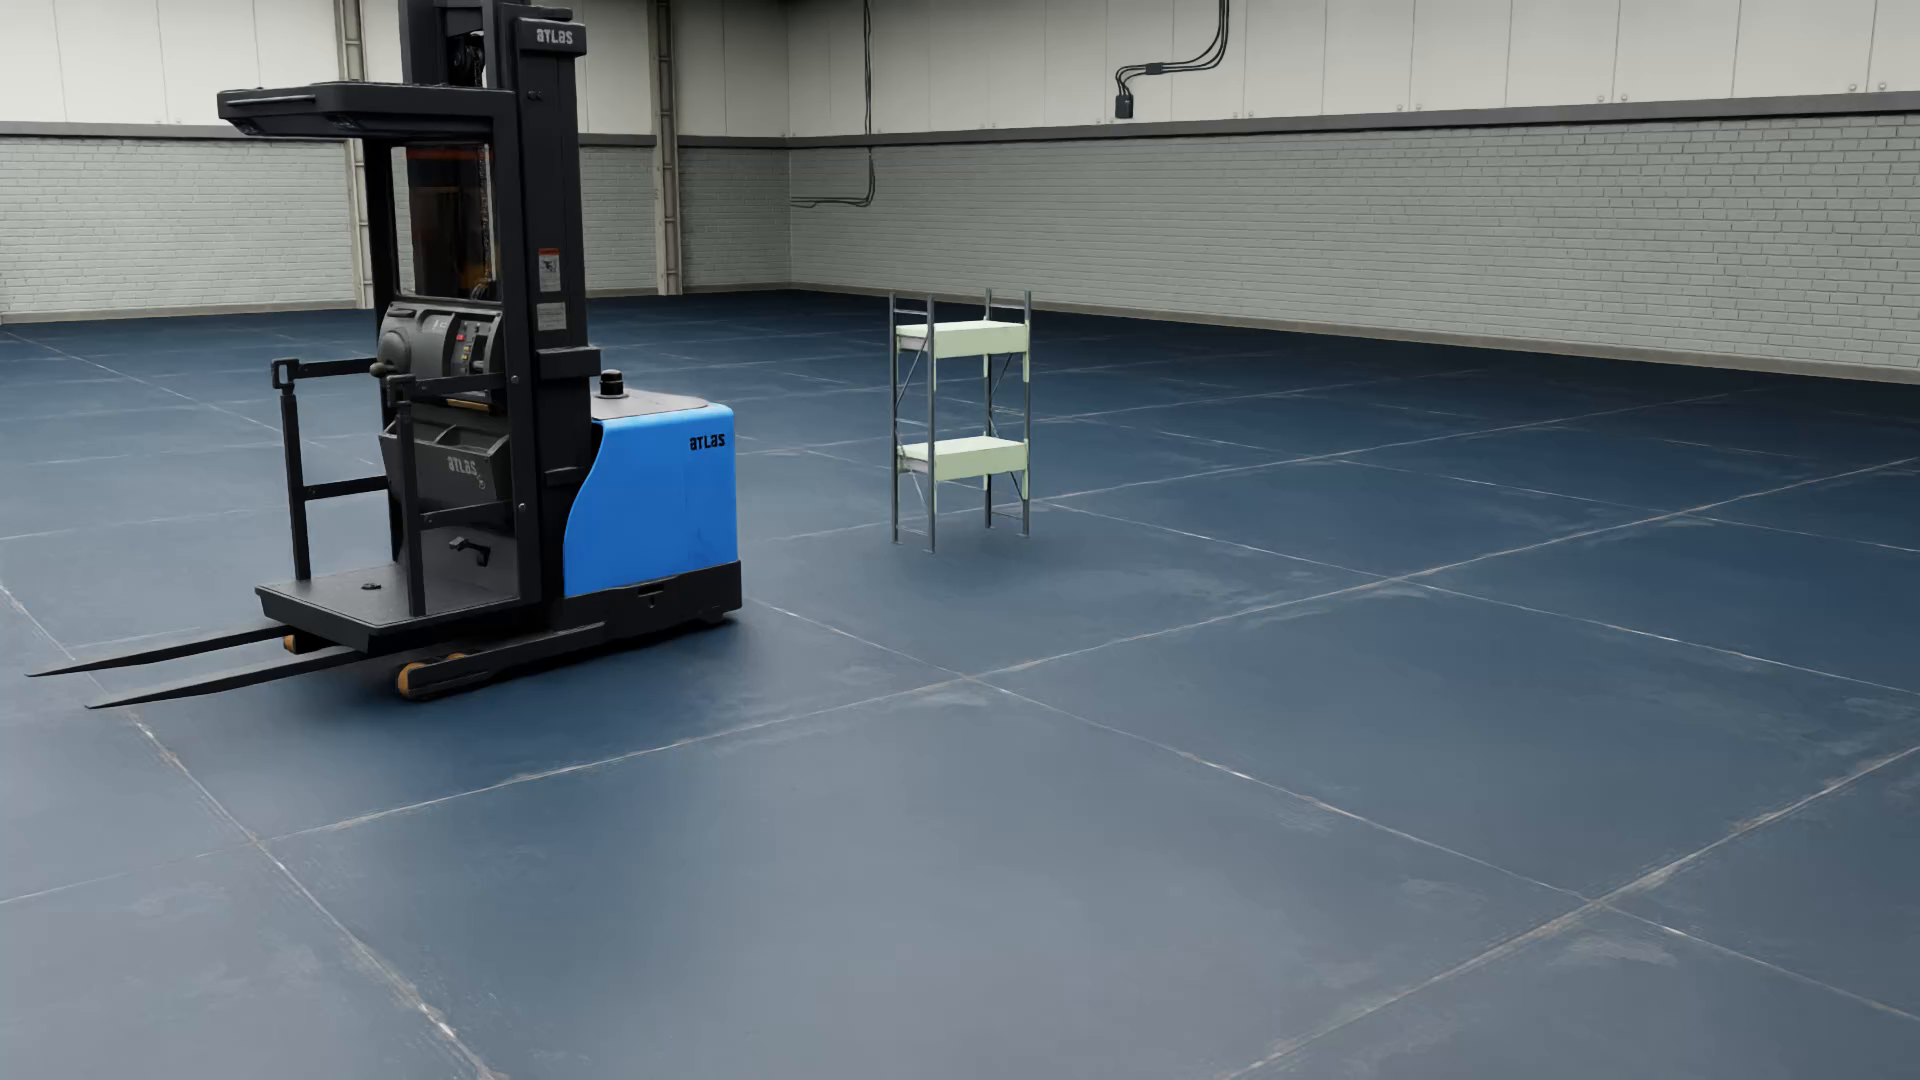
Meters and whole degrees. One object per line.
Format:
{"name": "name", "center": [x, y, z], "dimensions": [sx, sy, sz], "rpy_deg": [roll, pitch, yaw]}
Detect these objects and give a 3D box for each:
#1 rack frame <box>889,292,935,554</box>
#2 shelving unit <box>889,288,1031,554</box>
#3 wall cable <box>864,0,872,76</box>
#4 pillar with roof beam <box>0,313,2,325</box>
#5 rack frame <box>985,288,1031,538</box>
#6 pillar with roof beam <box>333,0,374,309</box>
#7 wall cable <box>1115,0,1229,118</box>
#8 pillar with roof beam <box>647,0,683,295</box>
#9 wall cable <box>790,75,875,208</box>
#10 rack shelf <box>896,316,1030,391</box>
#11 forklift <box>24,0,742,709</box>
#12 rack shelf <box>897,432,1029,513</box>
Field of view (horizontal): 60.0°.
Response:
{"name": "rack frame", "center": [-0.281, -0.687, 9.753], "dimensions": [0.023, 1.500, 0.400], "rpy_deg": [-9, 15, -38]}
{"name": "shelving unit", "center": [0.005, -0.735, 9.977], "dimensions": [0.755, 1.500, 0.431], "rpy_deg": [-9, 15, -38]}
{"name": "wall cable", "center": [-0.969, -9.981, 30.784], "dimensions": [0.112, 2.526, 3.097], "rpy_deg": [-9, 15, -38]}
{"name": "pillar with roof beam", "center": [-12.467, -7.045, 21.641], "dimensions": [0.400, 9.000, 9.100], "rpy_deg": [-9, 15, -38]}
{"name": "rack frame", "center": [0.291, -0.782, 10.201], "dimensions": [0.023, 1.500, 0.400], "rpy_deg": [-9, 15, -38]}
{"name": "pillar with roof beam", "center": [-7.781, -7.823, 25.307], "dimensions": [0.400, 9.000, 9.100], "rpy_deg": [-9, 15, -38]}
{"name": "wall cable", "center": [3.259, -9.590, 25.438], "dimensions": [0.169, 6.003, 2.305], "rpy_deg": [-9, 15, -38]}
{"name": "pillar with roof beam", "center": [-3.096, -8.602, 28.974], "dimensions": [0.400, 9.000, 9.100], "rpy_deg": [-9, 15, -38]}
{"name": "wall cable", "center": [-2.659, -7.949, 33.375], "dimensions": [0.112, 2.526, 3.097], "rpy_deg": [-9, 15, -38]}
{"name": "rack shelf", "center": [0.005, -1.116, 9.896], "dimensions": [0.720, 0.370, 0.431], "rpy_deg": [-9, 15, -38]}
{"name": "forklift", "center": [-2.441, -0.876, 7.196], "dimensions": [1.130, 2.935, 3.031], "rpy_deg": [11, 16, 41]}
{"name": "rack shelf", "center": [0.005, -0.416, 10.045], "dimensions": [0.720, 0.370, 0.431], "rpy_deg": [-9, 15, -38]}
